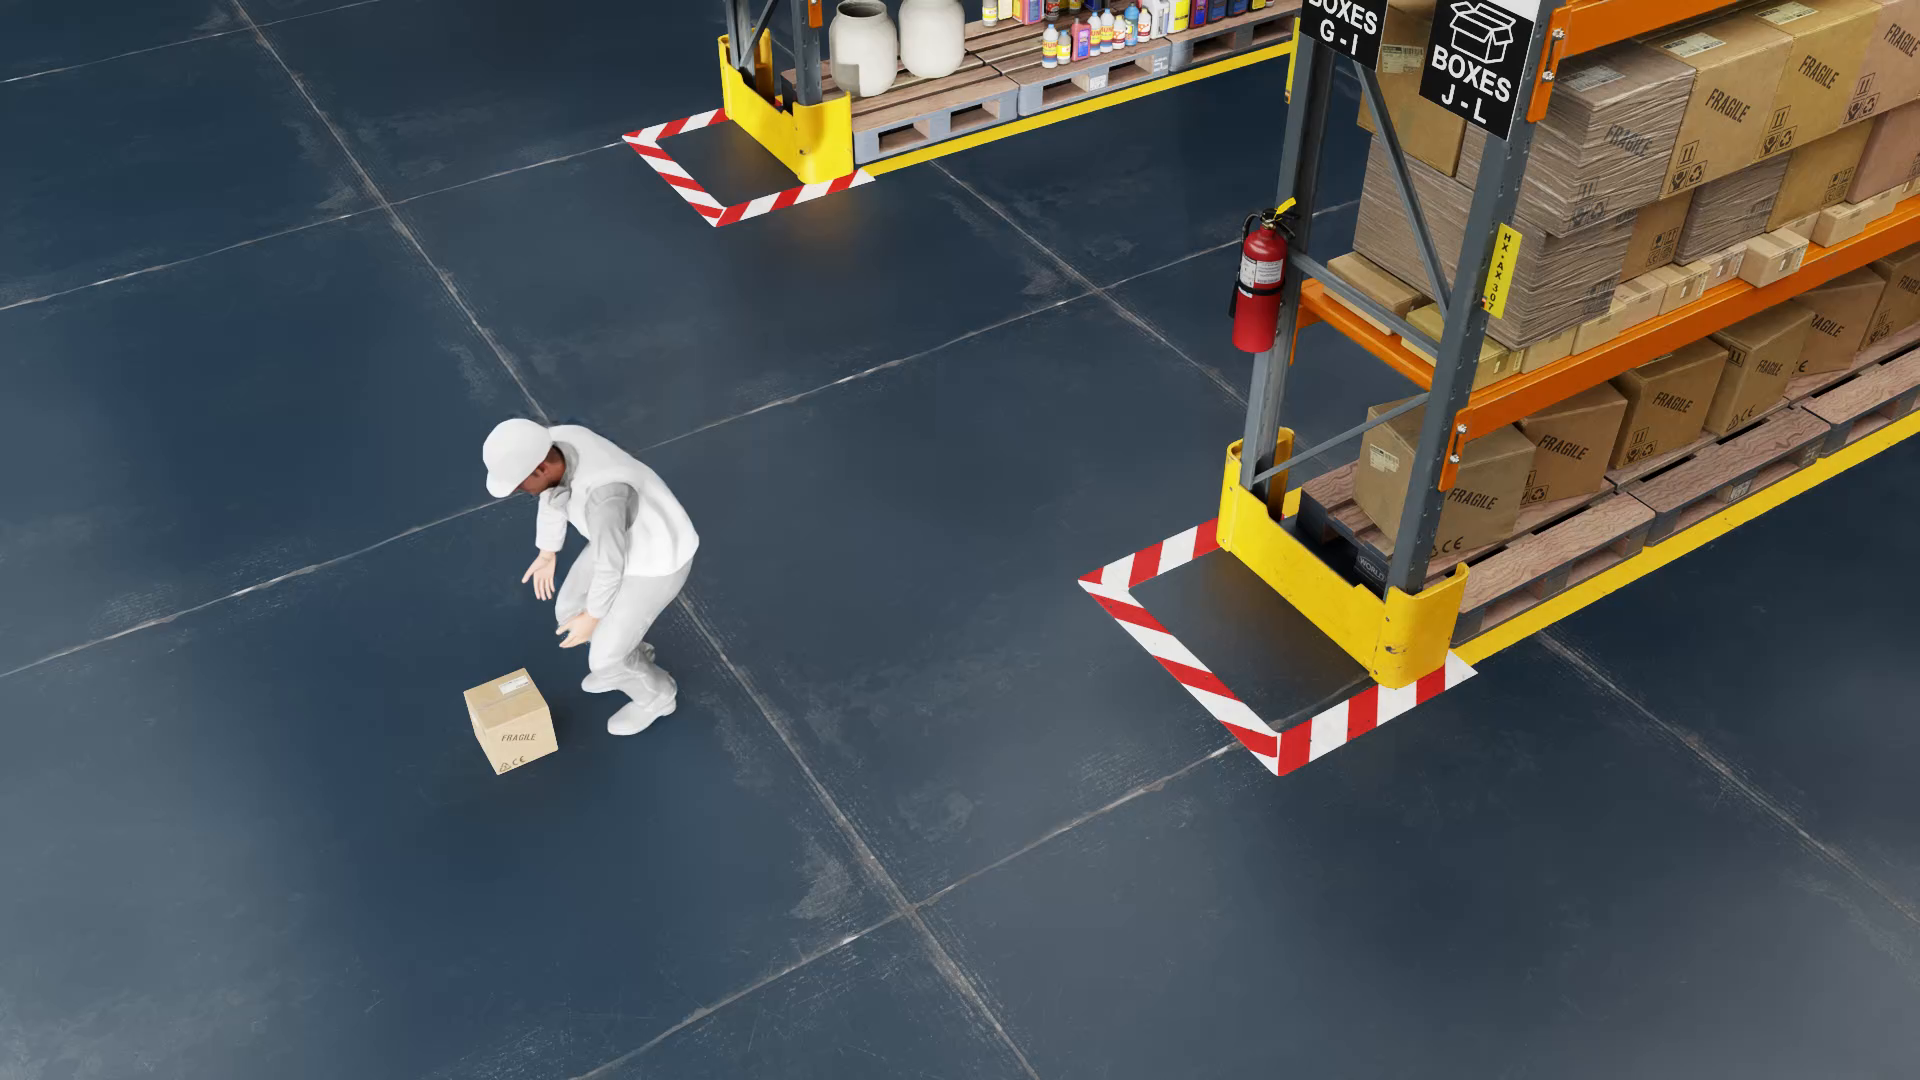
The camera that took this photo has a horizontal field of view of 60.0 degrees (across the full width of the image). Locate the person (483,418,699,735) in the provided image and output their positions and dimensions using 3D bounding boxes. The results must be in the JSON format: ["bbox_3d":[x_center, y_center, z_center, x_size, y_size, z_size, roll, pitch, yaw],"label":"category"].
[{"bbox_3d":[-1.332,0.096,6.236,0.714,1.506,0.590,-22,45,-24],"label":"person"}]
